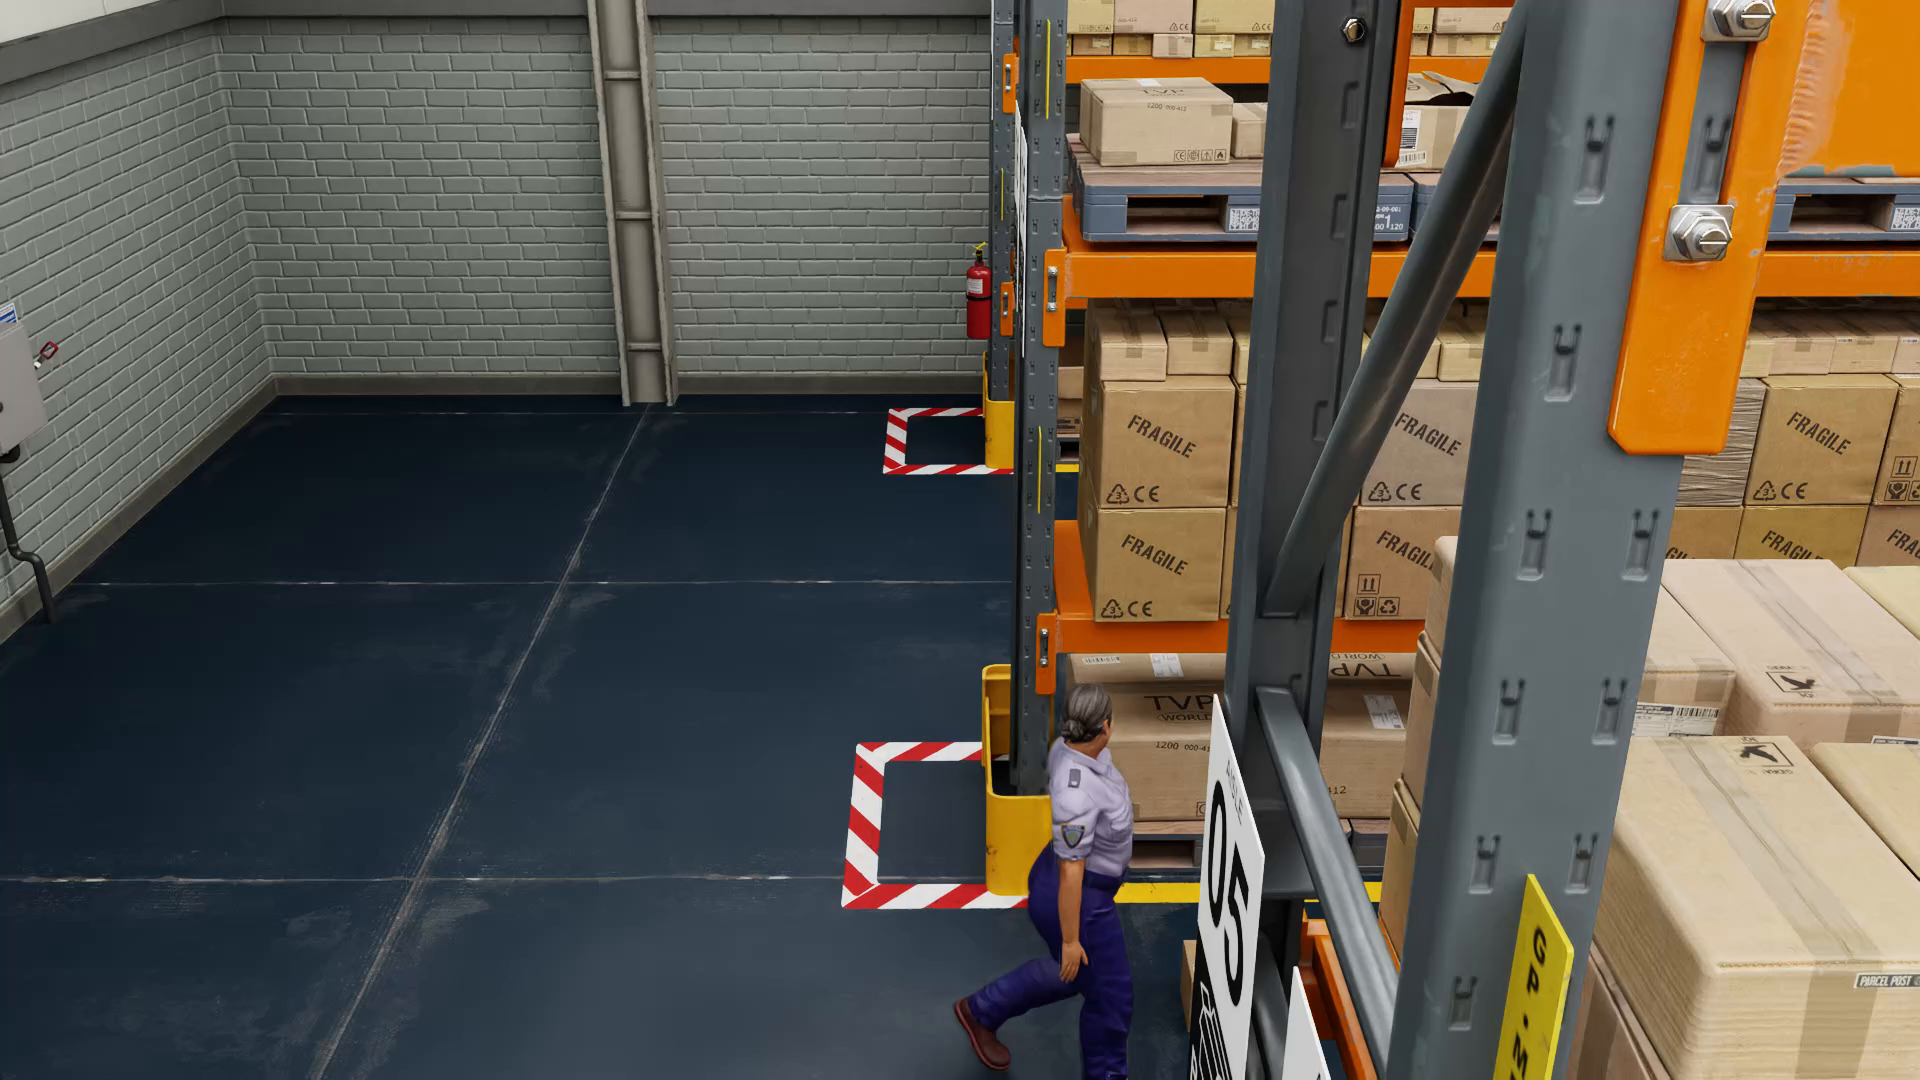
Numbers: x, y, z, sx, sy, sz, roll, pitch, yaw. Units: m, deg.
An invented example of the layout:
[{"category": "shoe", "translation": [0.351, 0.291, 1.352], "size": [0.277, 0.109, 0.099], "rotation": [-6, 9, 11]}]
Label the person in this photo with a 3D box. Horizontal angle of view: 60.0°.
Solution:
[{"category": "person", "translation": [0.370, 1.253, 5.858], "size": [0.804, 1.590, 0.587], "rotation": [2, 24, 5]}]
